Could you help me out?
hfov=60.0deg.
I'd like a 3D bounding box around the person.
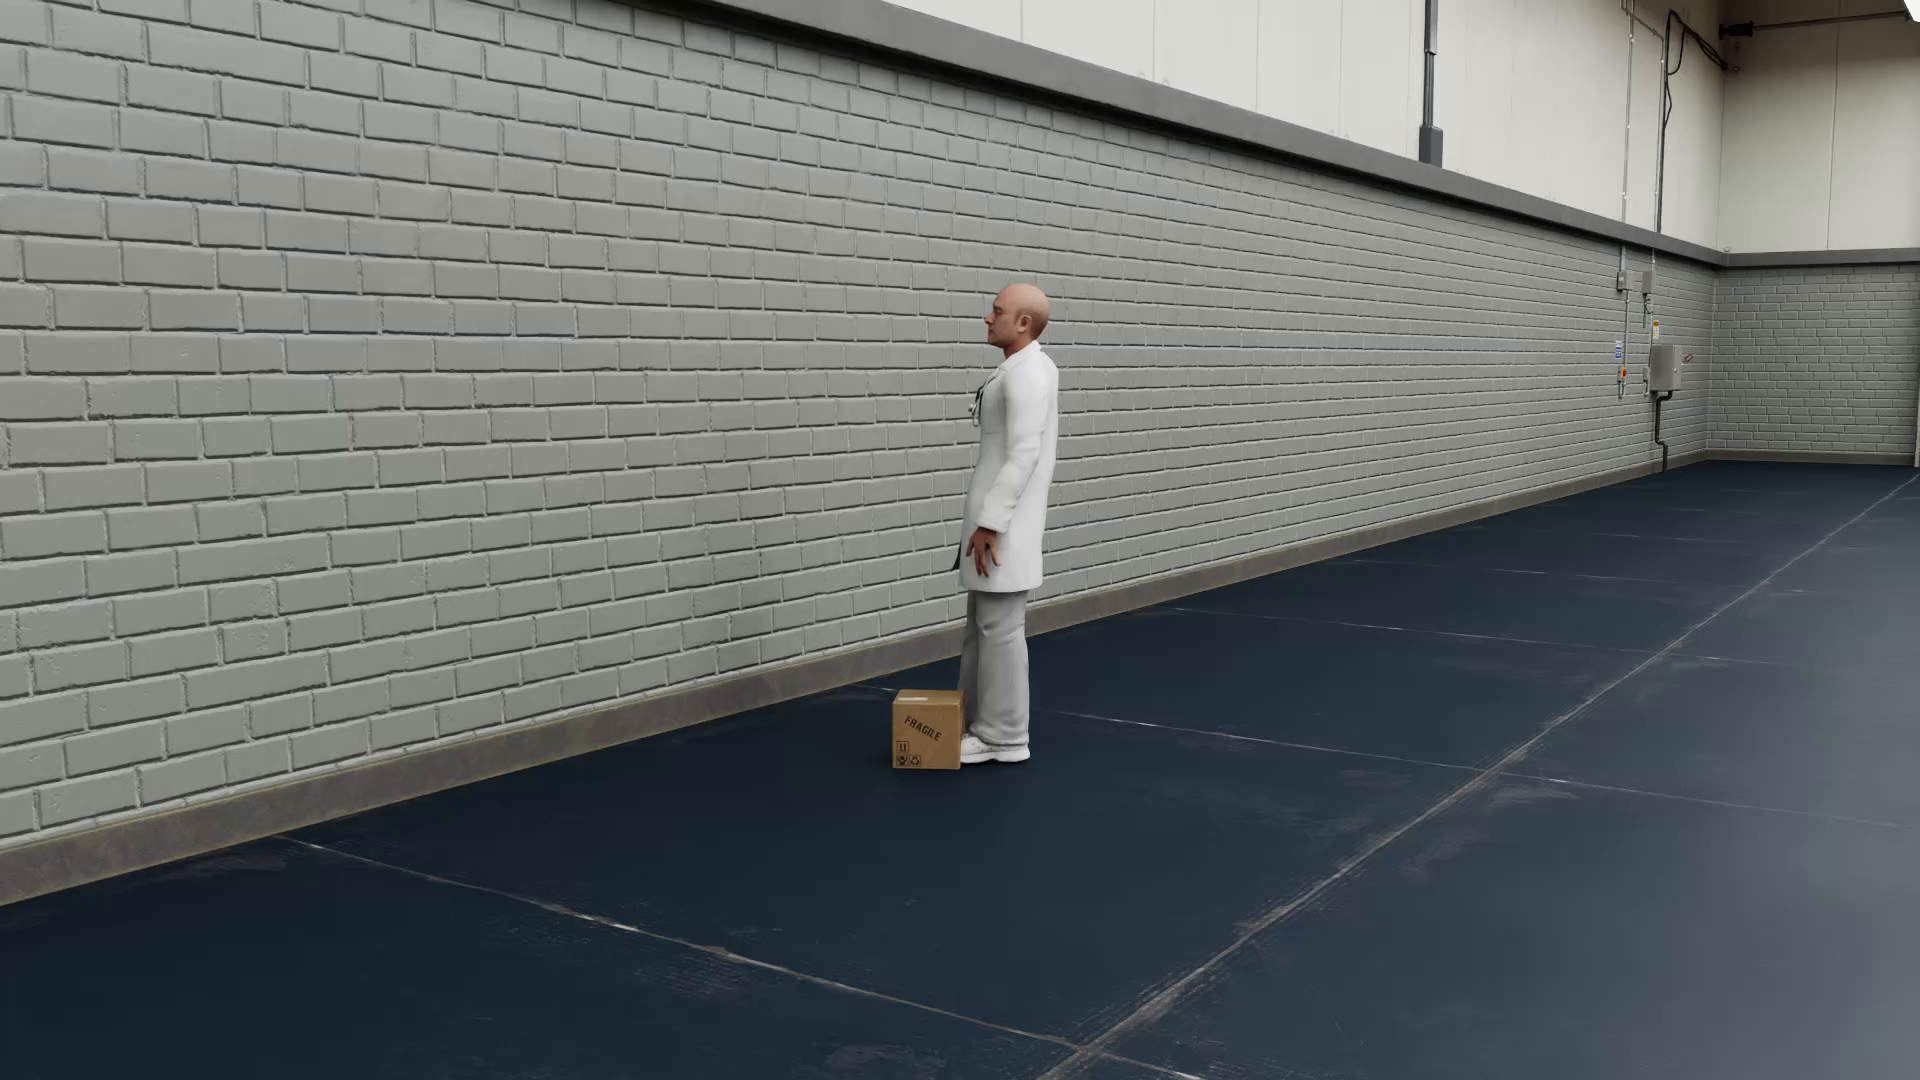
[{"bbox_3d":[0.071,-0.056,6.196,0.580,1.776,0.698,1,6,5],"label":"person"}]
